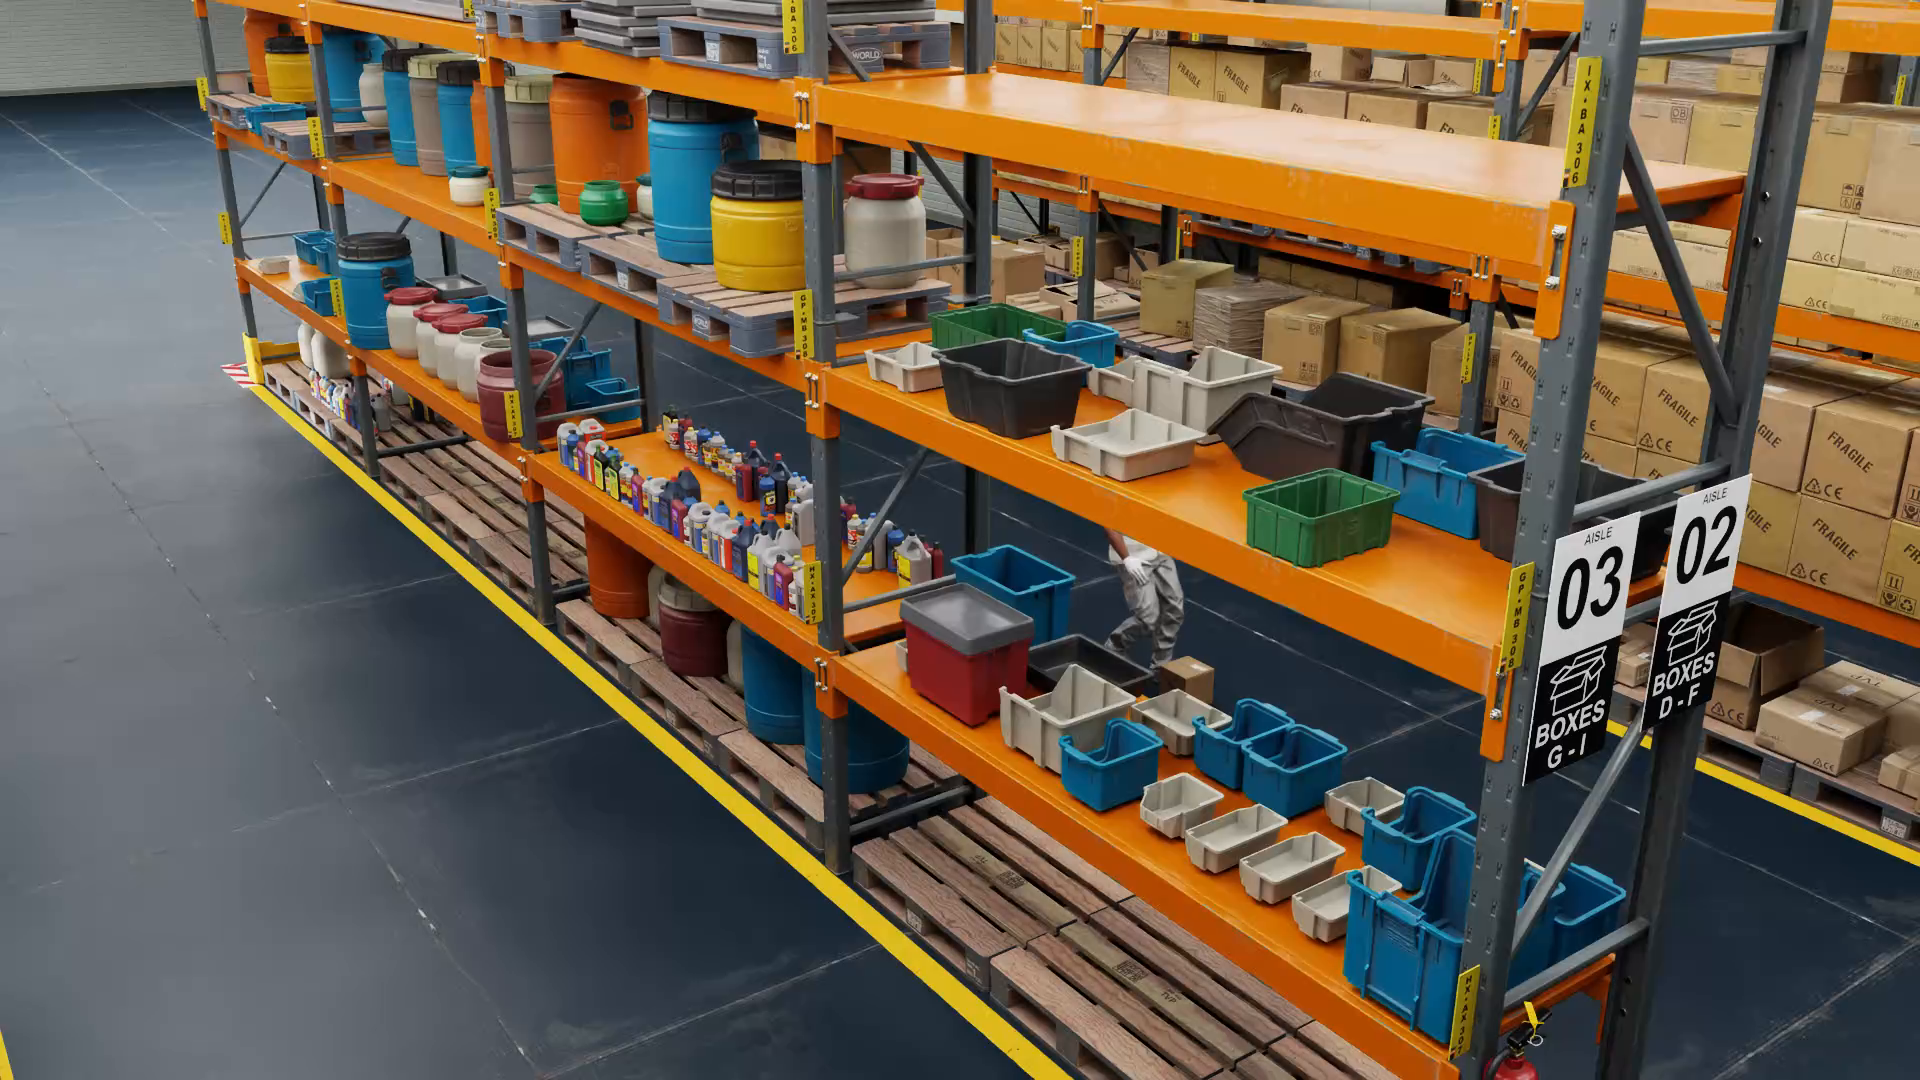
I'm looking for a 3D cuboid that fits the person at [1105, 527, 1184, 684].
[{"bbox_3d":[1.233,0.133,10.806,0.576,1.728,0.633,-17,27,-38],"label":"person"}]
